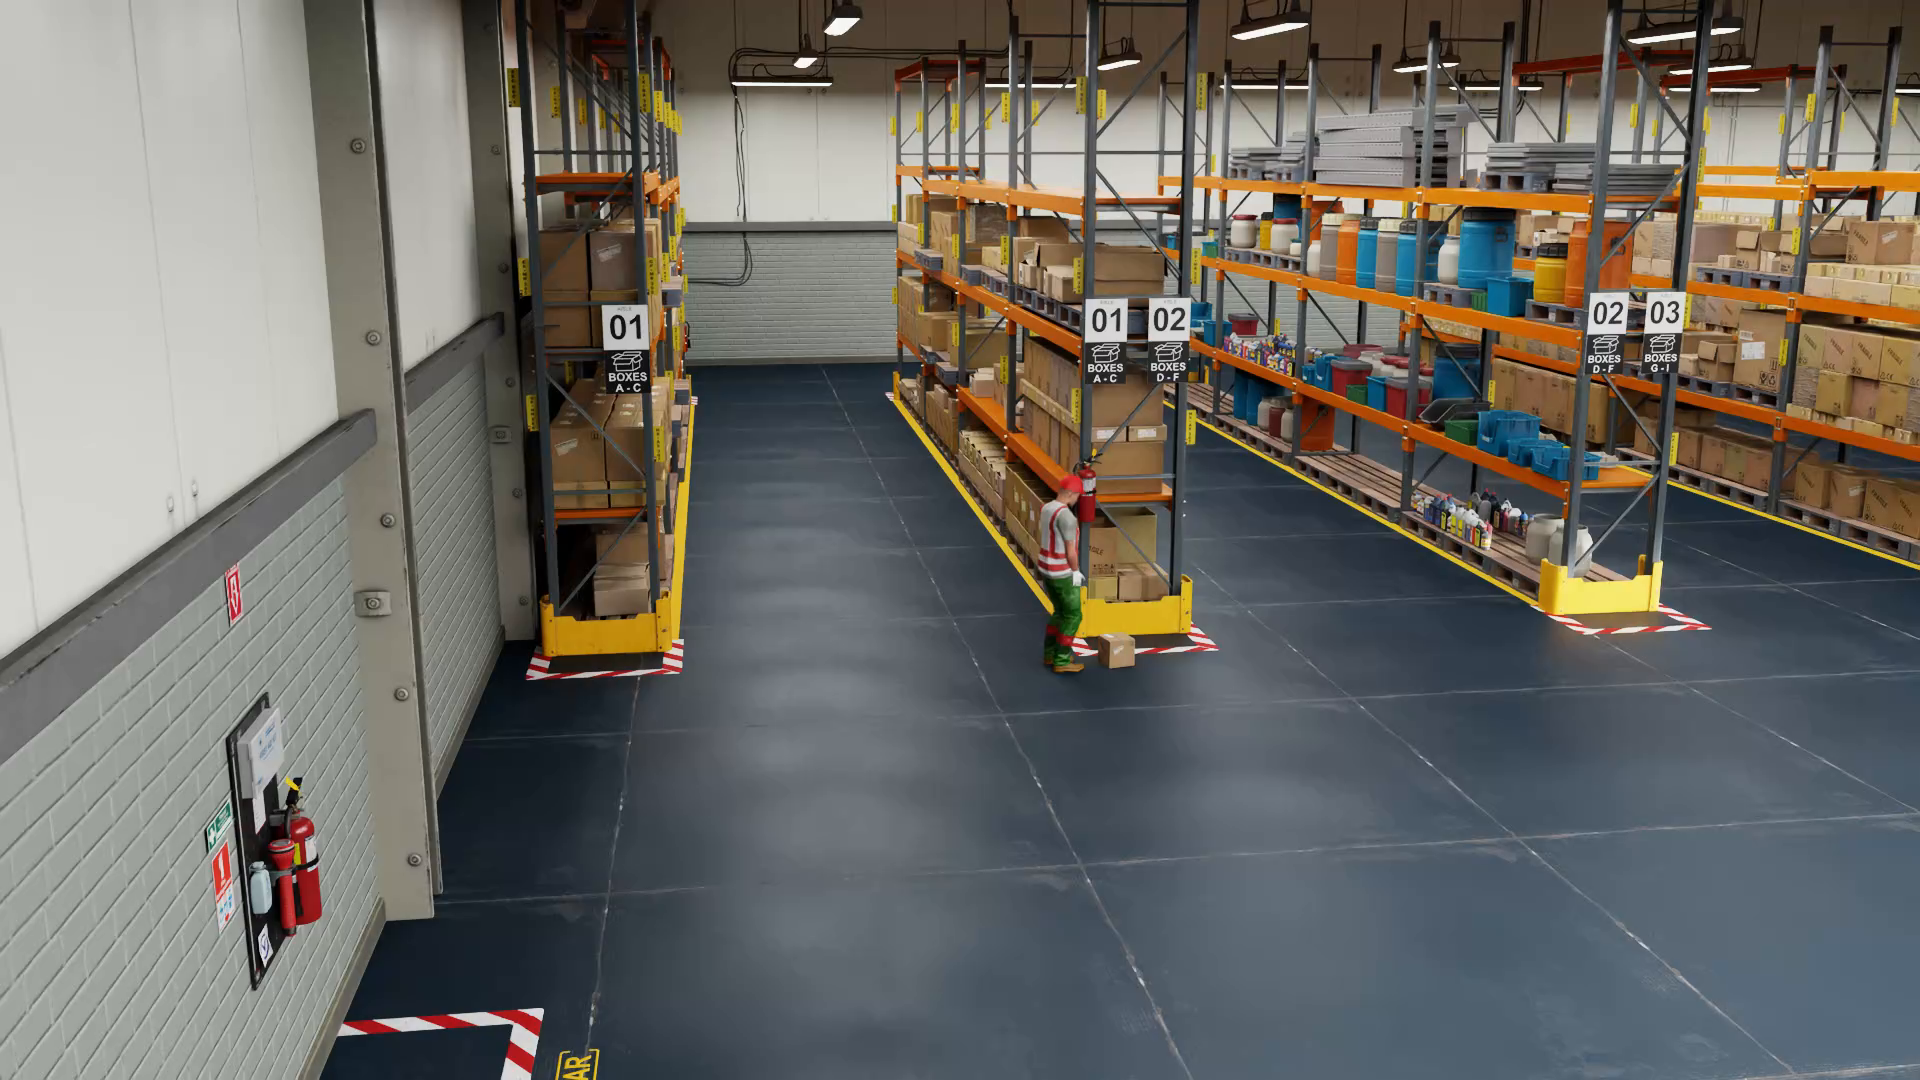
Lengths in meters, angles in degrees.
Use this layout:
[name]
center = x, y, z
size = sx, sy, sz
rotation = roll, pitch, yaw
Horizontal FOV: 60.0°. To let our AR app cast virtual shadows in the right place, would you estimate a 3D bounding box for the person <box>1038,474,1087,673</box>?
[person]
center = 0.916, 0.284, 14.785
size = 0.427, 1.751, 0.538
rotation = -4, 14, -19
